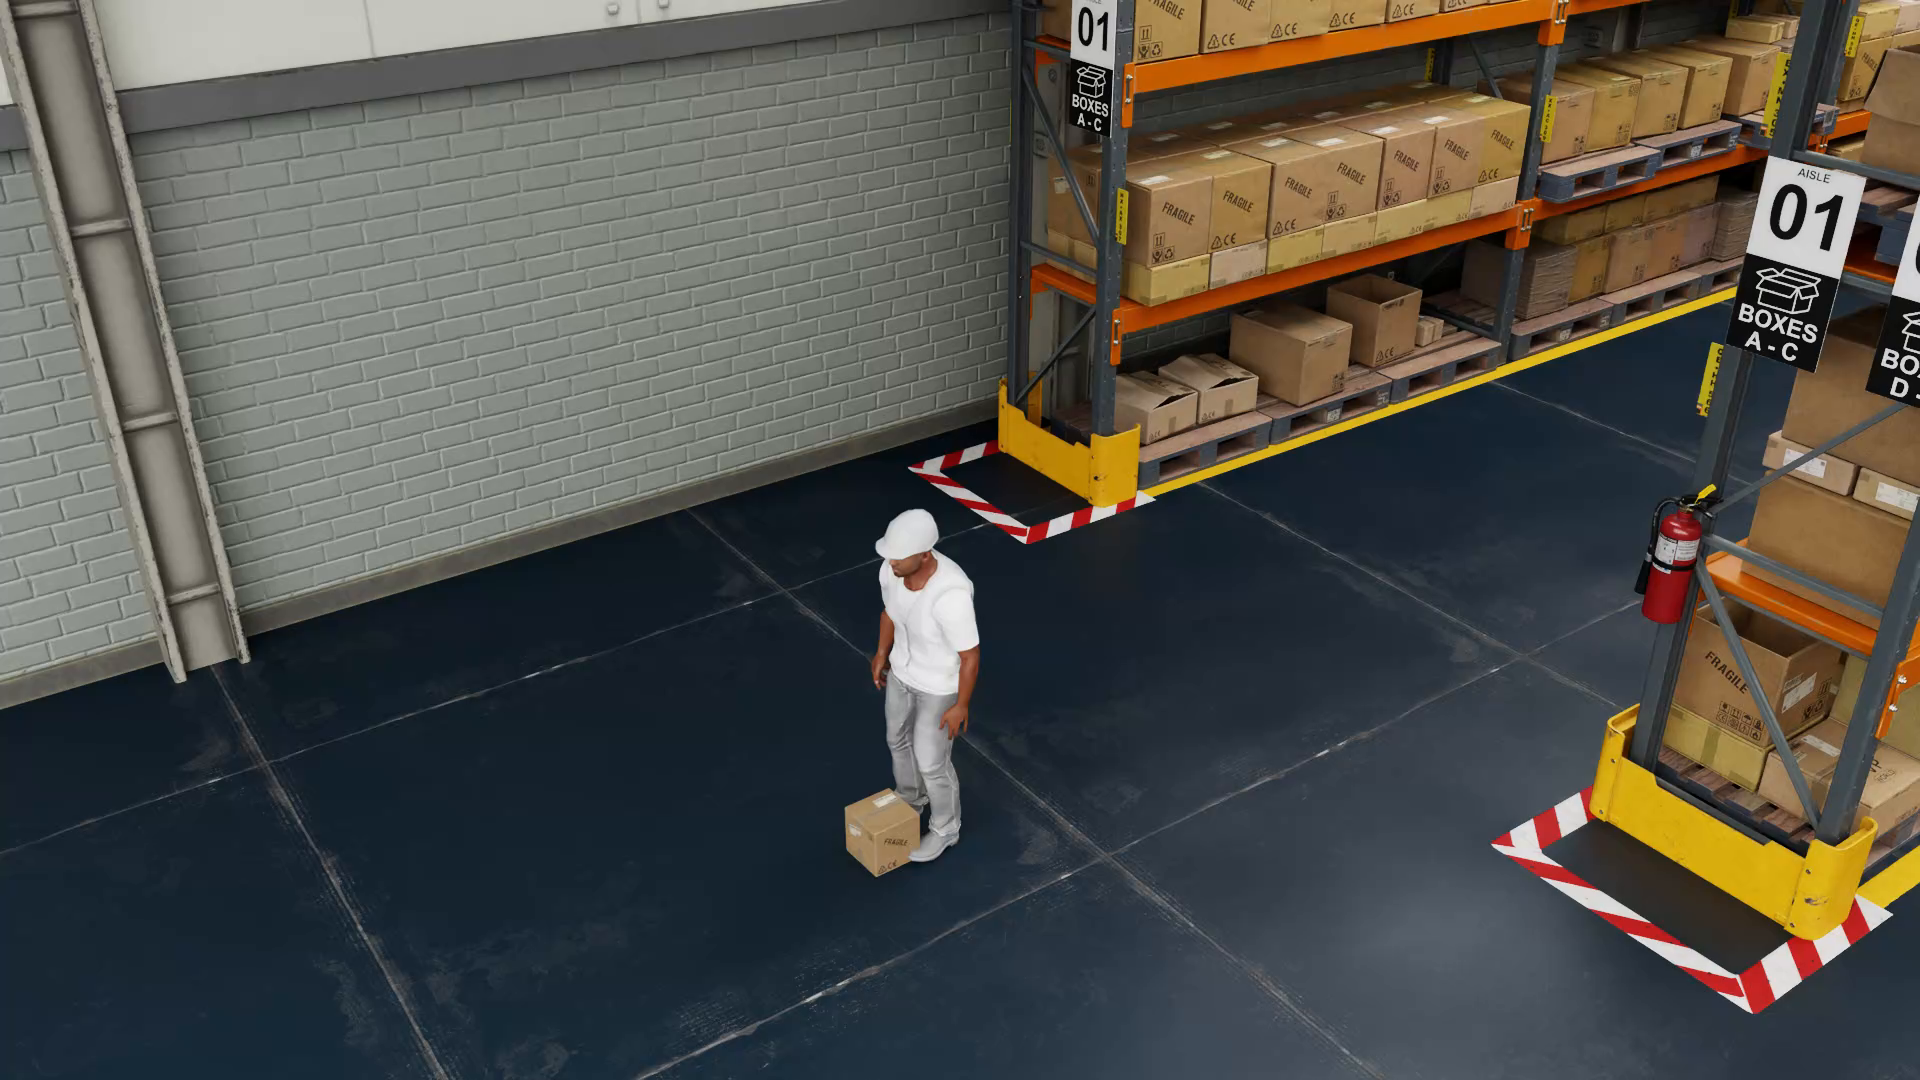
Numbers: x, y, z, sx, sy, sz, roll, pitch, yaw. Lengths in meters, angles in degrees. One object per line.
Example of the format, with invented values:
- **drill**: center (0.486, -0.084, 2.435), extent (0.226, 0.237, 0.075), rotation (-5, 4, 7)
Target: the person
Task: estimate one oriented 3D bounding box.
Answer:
- **person**: center (-0.174, 0.625, 7.451), extent (0.461, 1.759, 0.631), rotation (-21, 35, -34)
